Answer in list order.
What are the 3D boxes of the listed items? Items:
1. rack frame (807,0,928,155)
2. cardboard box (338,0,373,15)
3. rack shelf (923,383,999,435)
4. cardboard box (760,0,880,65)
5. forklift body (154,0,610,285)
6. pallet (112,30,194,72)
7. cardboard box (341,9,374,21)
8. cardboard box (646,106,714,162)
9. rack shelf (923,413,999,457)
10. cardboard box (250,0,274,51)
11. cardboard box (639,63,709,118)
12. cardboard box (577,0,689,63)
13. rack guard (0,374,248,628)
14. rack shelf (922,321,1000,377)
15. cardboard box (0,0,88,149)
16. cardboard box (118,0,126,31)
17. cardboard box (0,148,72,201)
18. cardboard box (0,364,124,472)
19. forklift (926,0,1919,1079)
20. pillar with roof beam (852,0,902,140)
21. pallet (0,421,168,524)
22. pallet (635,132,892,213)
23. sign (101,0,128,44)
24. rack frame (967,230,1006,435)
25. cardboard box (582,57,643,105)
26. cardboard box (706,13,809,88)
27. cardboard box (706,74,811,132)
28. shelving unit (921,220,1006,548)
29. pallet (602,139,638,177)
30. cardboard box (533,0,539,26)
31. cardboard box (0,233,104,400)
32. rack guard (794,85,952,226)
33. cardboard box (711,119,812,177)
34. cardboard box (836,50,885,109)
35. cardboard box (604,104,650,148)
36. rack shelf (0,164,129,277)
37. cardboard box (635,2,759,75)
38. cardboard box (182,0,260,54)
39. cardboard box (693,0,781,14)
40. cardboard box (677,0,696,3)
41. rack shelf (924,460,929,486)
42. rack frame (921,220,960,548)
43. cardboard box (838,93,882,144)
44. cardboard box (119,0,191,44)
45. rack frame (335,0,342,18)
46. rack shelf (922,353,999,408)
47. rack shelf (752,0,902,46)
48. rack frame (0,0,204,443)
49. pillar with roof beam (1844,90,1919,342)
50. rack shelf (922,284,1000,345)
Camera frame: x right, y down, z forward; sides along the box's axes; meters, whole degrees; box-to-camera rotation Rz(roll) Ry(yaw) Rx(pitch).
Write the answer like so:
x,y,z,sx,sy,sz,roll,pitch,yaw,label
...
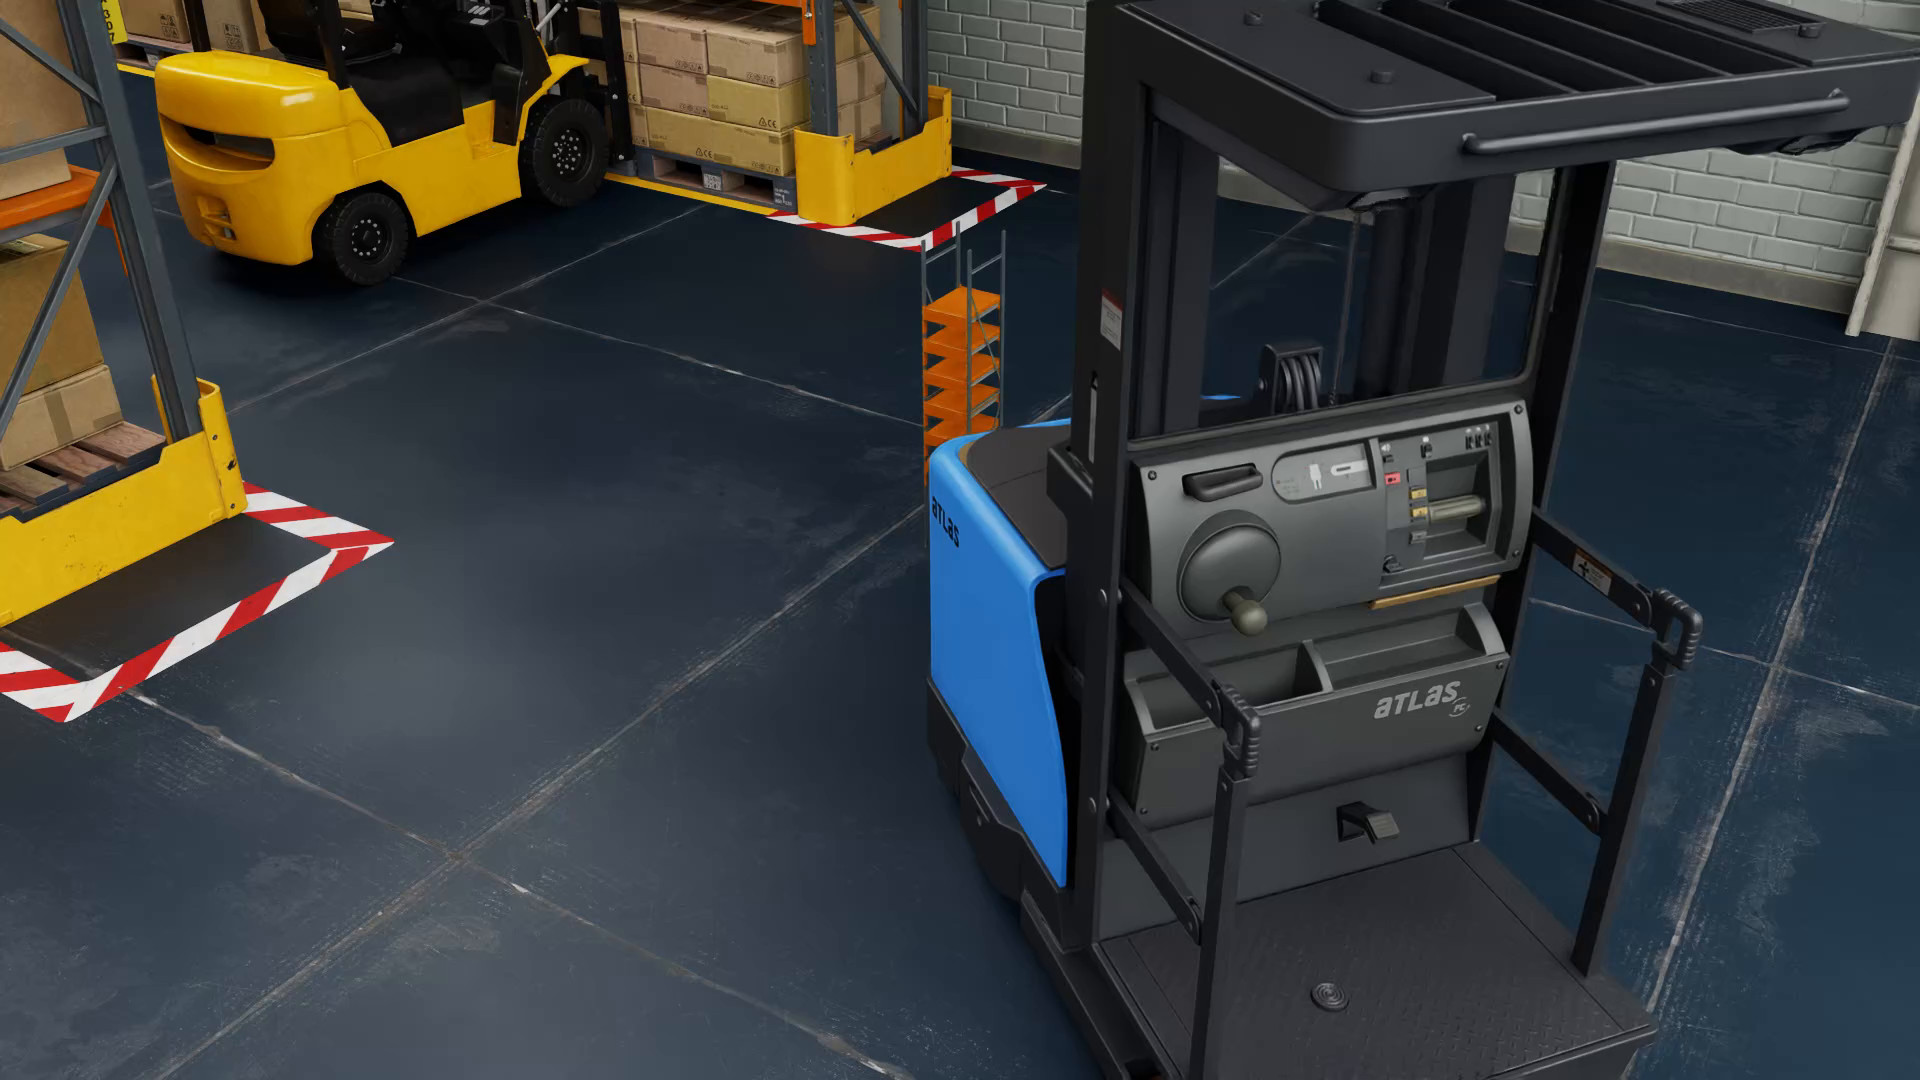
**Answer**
x,y,z,sx,sy,sz,roll,pitch,yaw,label
-0.503,-3.327,8.975,0.127,3.000,1.000,18,35,27,rack frame
-3.648,-3.560,10.696,0.500,0.250,0.500,17,34,27,cardboard box
0.012,-0.476,5.963,0.180,0.103,0.258,18,35,27,rack shelf
-0.809,-2.962,9.670,0.500,0.250,0.500,17,34,27,cardboard box
-3.079,-2.689,8.725,1.214,2.155,2.313,18,35,27,forklift body
-5.573,-3.701,12.384,1.213,0.211,1.003,18,35,27,pallet
-3.645,-3.346,10.825,0.500,0.250,0.500,17,34,27,cardboard box
-1.485,-2.449,9.782,0.500,0.250,0.500,18,35,27,cardboard box
0.012,-0.372,6.024,0.180,0.103,0.258,18,35,27,rack shelf
-4.338,-3.689,11.536,0.625,0.625,0.875,19,35,29,cardboard box
-1.500,-2.672,9.669,0.500,0.250,0.500,17,34,27,cardboard box
-1.927,-3.008,9.748,0.500,0.250,0.500,18,35,28,cardboard box
-3.203,-0.148,6.007,0.348,0.500,1.175,18,35,27,rack guard
0.012,-0.683,5.842,0.180,0.103,0.258,18,35,27,rack shelf
-3.392,-1.624,5.663,0.500,0.500,0.500,17,34,27,cardboard box
-6.200,-4.281,12.551,0.625,0.625,0.875,19,35,29,cardboard box
-3.316,-1.278,5.713,0.250,0.149,0.380,18,35,28,cardboard box
-3.675,-0.535,6.502,0.500,0.250,0.500,17,34,27,cardboard box
0.885,-0.004,3.349,1.130,2.935,3.031,-11,32,-17,forklift
-2.902,-4.652,5.293,0.400,9.000,9.100,18,35,27,pillar with roof beam
-3.872,-0.256,6.479,1.213,0.211,1.003,18,35,27,pallet
-1.173,-2.309,9.999,1.213,0.211,1.003,18,35,27,pallet
-2.850,-1.813,5.521,0.005,0.325,0.100,18,35,27,sign
0.090,-0.490,5.899,0.006,1.200,0.240,18,35,27,rack frame
-1.949,-2.801,9.891,0.500,0.250,0.500,17,34,26,cardboard box
-1.058,-2.742,9.294,0.500,0.250,0.500,19,35,29,cardboard box
-1.081,-2.533,9.431,0.500,0.250,0.500,17,34,27,cardboard box
0.012,-0.514,5.941,0.189,1.200,0.258,18,35,27,shelving unit
-2.202,-2.636,10.559,1.213,0.211,1.003,18,35,27,pallet
-2.352,-3.147,9.987,0.500,0.250,0.500,17,34,26,cardboard box
-3.695,-0.865,6.324,0.500,0.500,0.500,16,34,26,cardboard box
-0.482,-2.240,9.594,0.348,0.500,1.175,18,35,27,rack guard
-1.069,-2.311,9.547,0.500,0.250,0.500,18,35,28,cardboard box
-0.790,-2.751,9.804,0.500,0.250,0.500,18,35,28,cardboard box
-1.904,-2.586,10.019,0.500,0.250,0.500,18,35,28,cardboard box
-4.832,-1.432,6.442,4.000,0.370,1.077,18,35,27,rack shelf
-1.494,-2.877,9.524,0.500,0.250,0.500,18,35,28,cardboard box
-4.992,-3.900,11.898,0.625,0.625,0.875,17,34,27,cardboard box
-1.234,-3.094,9.896,0.500,0.250,0.500,18,35,27,cardboard box
-1.652,-3.233,10.134,0.500,0.250,0.500,17,34,27,cardboard box
0.012,-0.269,6.084,0.180,0.103,0.258,18,35,27,rack shelf
-0.065,-0.539,5.983,0.006,1.200,0.240,18,35,27,rack frame
-0.815,-2.535,9.931,0.500,0.250,0.500,18,35,28,cardboard box
-5.629,-4.100,12.242,0.625,0.625,0.875,16,34,25,cardboard box
-3.891,-4.398,10.812,0.127,3.000,1.000,18,35,27,rack frame
0.012,-0.580,5.903,0.180,0.103,0.258,18,35,27,rack shelf
-2.197,-3.552,10.075,4.000,0.370,1.077,18,35,27,rack shelf
-3.138,-1.207,5.342,0.127,3.000,1.000,18,35,27,rack frame
2.180,-3.044,2.538,0.400,9.000,9.100,18,35,27,pillar with roof beam
0.012,-0.787,5.782,0.180,0.103,0.258,18,35,27,rack shelf
